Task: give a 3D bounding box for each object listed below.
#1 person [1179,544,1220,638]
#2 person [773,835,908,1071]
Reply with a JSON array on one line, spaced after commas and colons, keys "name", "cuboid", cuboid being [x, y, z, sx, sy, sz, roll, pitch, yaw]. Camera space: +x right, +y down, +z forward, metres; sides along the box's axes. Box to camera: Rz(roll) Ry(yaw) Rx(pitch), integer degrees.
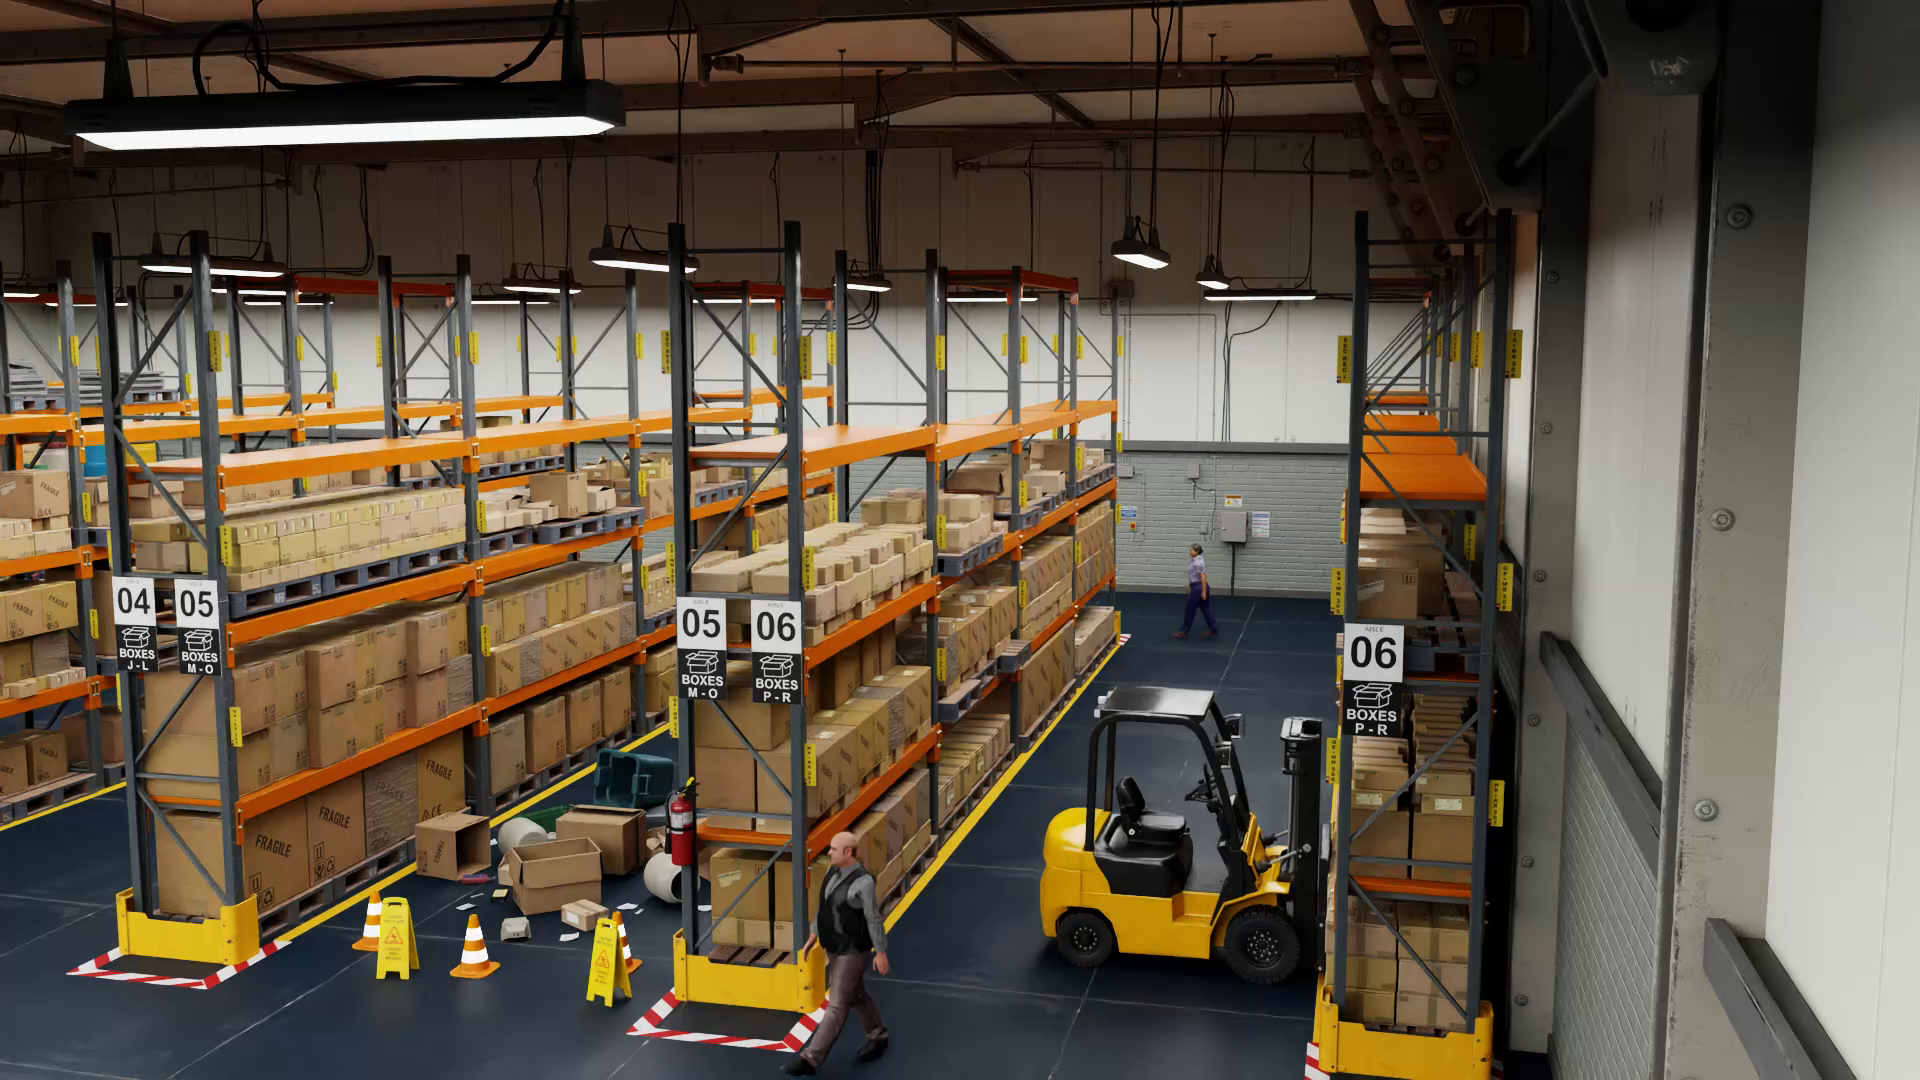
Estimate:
[{"name": "person", "cuboid": [4.144, 0.864, 28.649, 0.772, 1.627, 0.463, -2, 7, -14]}, {"name": "person", "cuboid": [-0.849, 2.916, 11.816, 0.943, 1.684, 0.553, 0, 7, 2]}]
